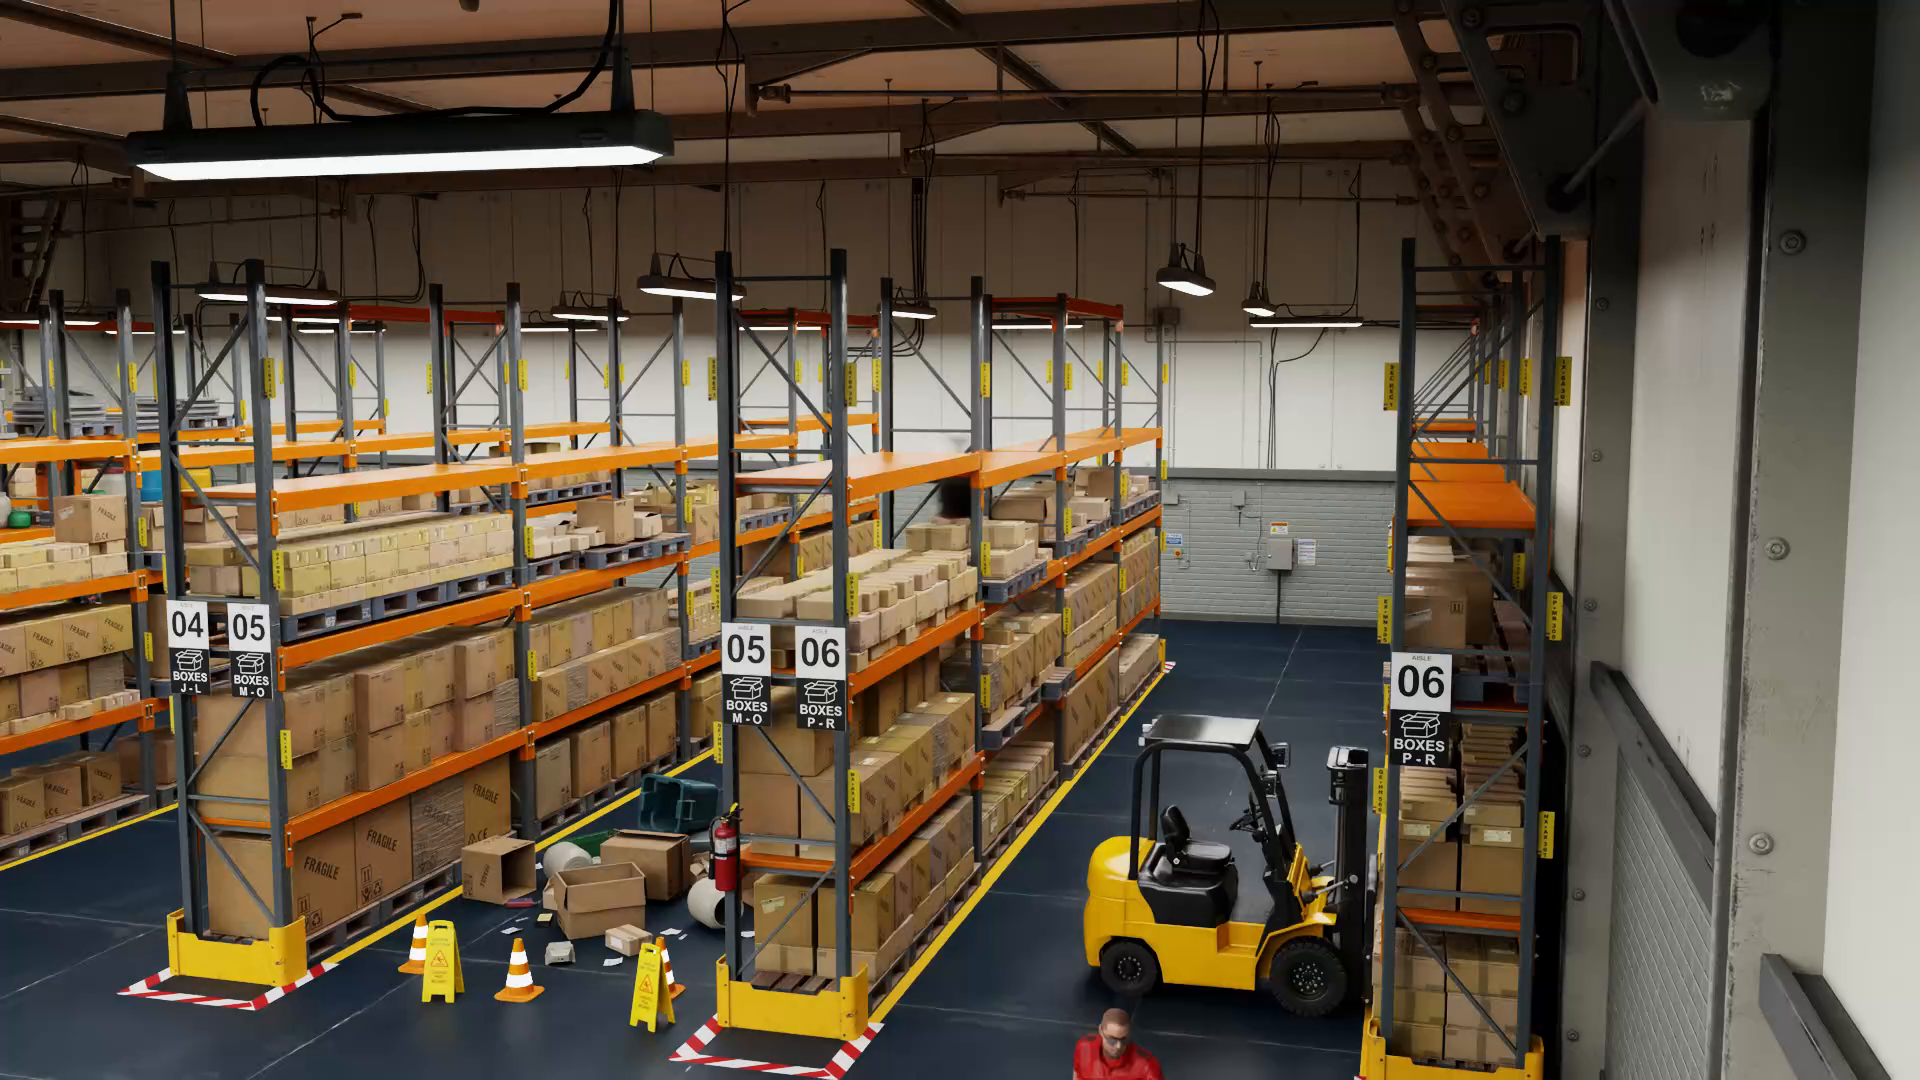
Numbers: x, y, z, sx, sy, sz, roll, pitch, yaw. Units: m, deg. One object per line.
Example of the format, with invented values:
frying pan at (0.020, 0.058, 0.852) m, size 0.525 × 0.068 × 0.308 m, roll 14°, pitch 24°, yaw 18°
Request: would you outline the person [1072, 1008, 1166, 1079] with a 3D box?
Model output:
person at (0.880, 3.371, 9.308) m, size 0.639 × 1.690 × 0.762 m, roll 3°, pitch 7°, yaw 23°
